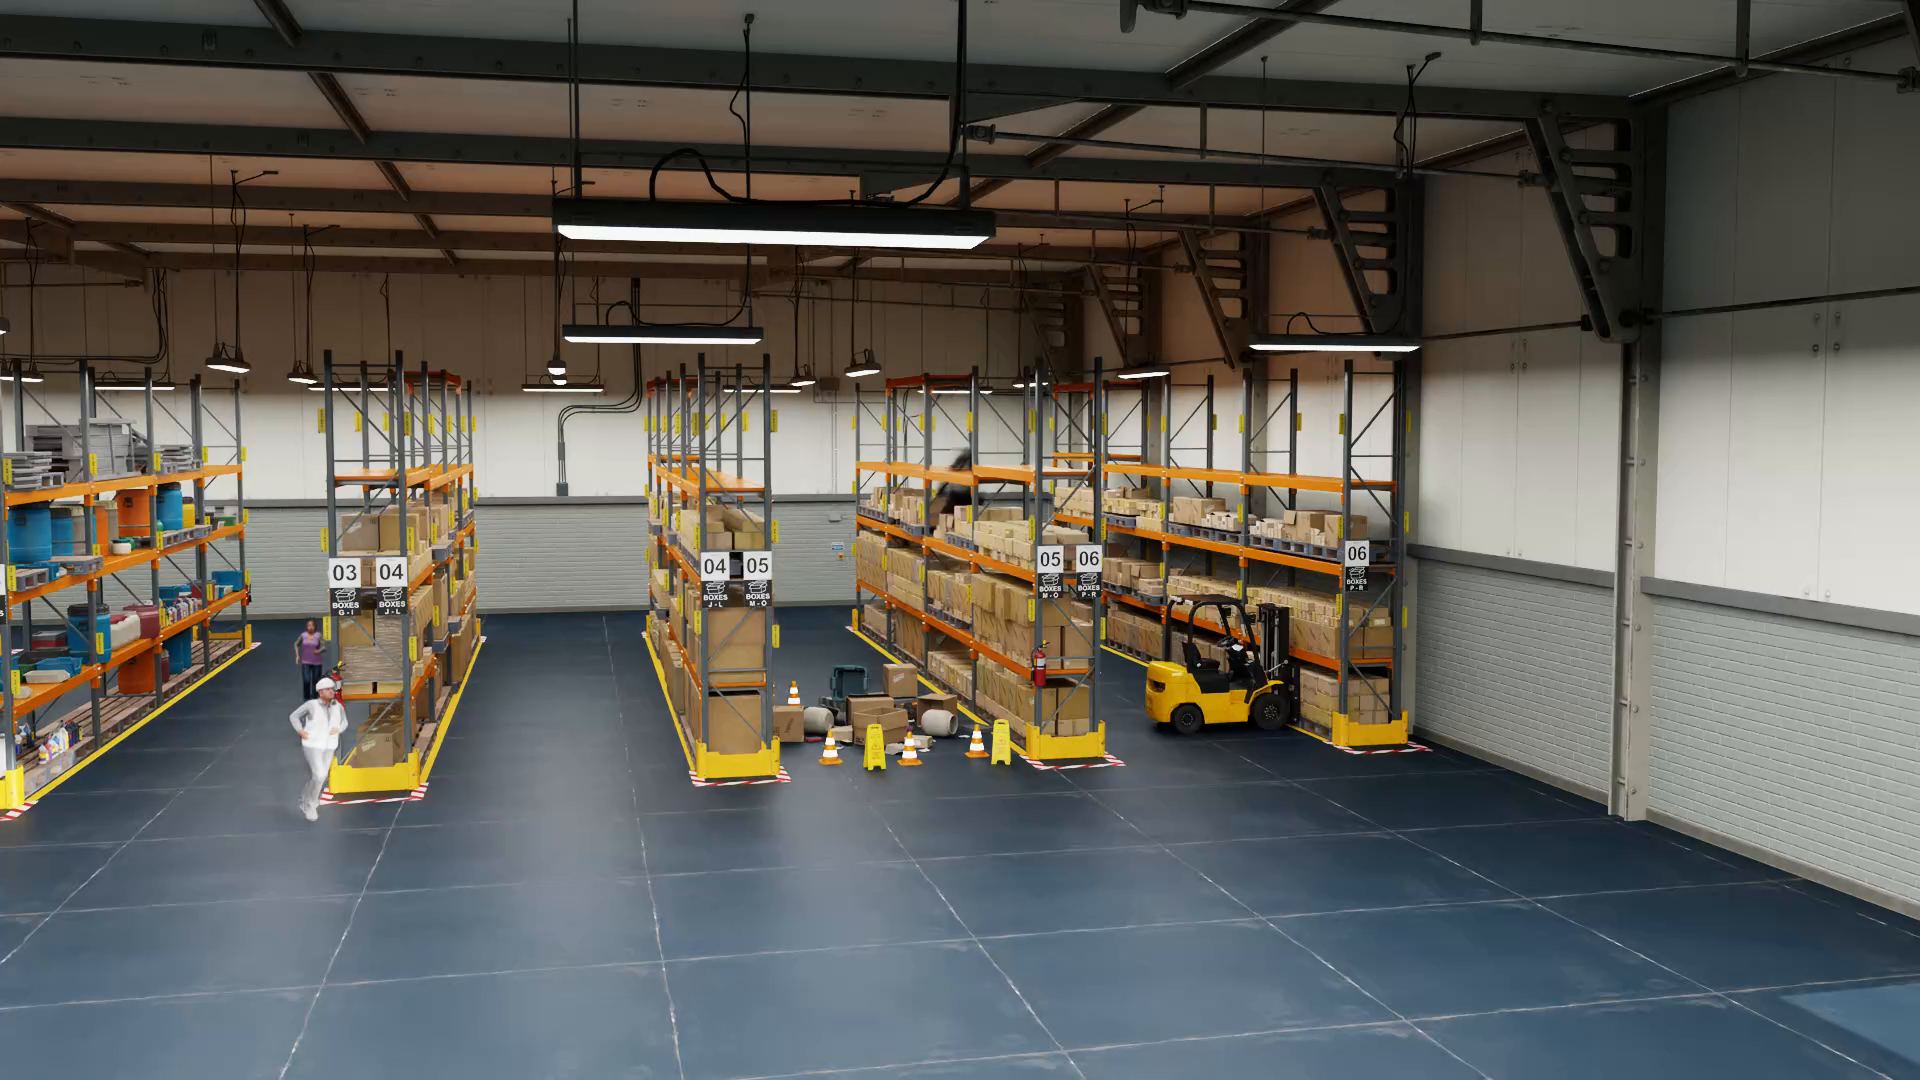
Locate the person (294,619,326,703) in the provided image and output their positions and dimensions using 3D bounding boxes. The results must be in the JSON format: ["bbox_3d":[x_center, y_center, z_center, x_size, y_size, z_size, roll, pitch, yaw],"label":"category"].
[{"bbox_3d":[-11.318,2.186,28.993,0.510,1.607,0.676,-2,4,-24],"label":"person"}]

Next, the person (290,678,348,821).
[{"bbox_3d":[-8.178,2.662,21.283,0.665,1.804,0.647,3,5,38],"label":"person"}]
